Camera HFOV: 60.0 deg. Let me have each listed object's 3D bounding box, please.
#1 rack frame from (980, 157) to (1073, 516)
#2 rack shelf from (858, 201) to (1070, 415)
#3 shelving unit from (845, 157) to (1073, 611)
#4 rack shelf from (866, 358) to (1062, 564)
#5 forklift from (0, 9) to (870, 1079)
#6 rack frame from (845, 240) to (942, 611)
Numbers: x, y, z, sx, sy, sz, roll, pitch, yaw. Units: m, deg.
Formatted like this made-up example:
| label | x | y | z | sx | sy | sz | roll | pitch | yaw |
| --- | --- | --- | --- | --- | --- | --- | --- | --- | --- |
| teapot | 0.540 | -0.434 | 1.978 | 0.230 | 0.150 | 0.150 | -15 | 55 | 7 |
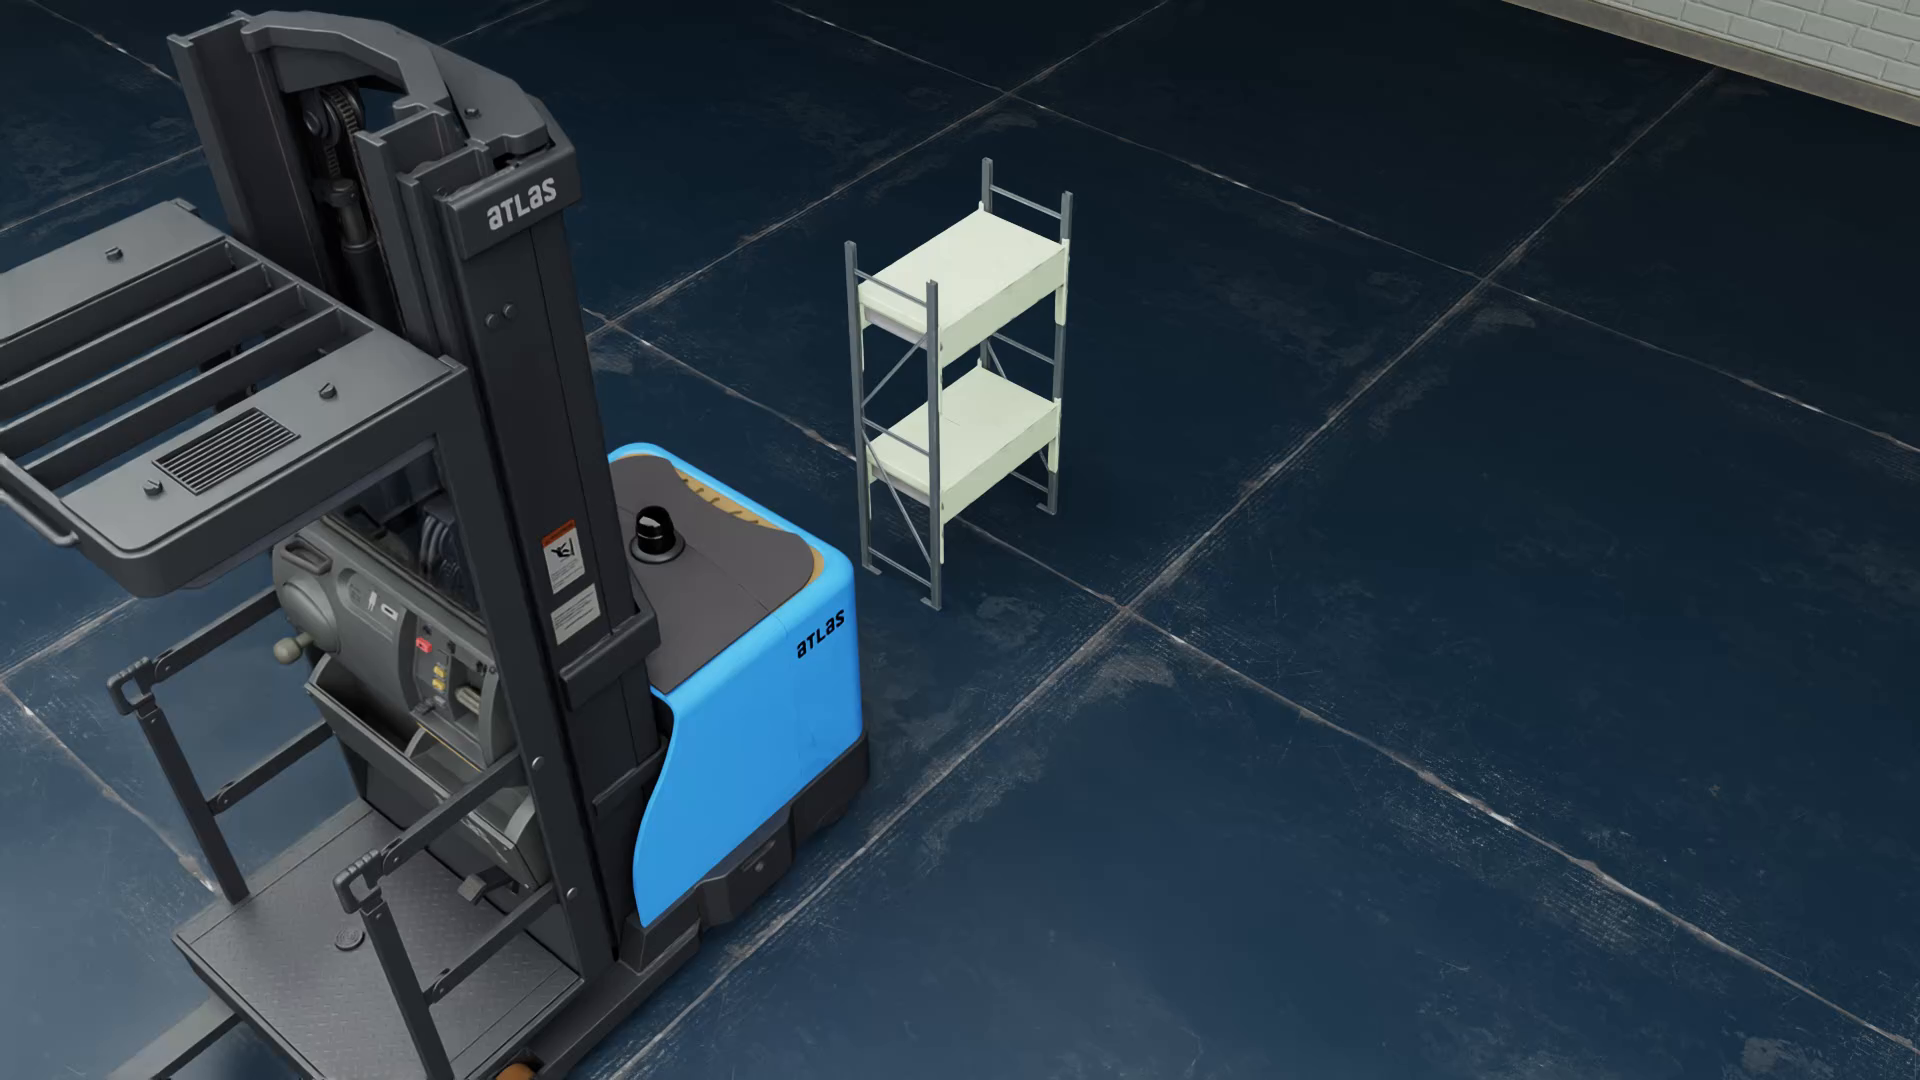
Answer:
| label | x | y | z | sx | sy | sz | roll | pitch | yaw |
| --- | --- | --- | --- | --- | --- | --- | --- | --- | --- |
| rack frame | 0.240 | -0.747 | 6.457 | 0.400 | 1.500 | 0.023 | 29 | 50 | 28 |
| rack shelf | 0.004 | -0.847 | 5.987 | 0.431 | 0.370 | 0.720 | 29 | 50 | 28 |
| shelving unit | 0.004 | -0.558 | 6.249 | 0.431 | 1.500 | 0.755 | 29 | 50 | 28 |
| rack shelf | 0.004 | -0.317 | 6.469 | 0.431 | 0.370 | 0.720 | 29 | 50 | 28 |
| forklift | -1.631 | 0.332 | 4.206 | 1.130 | 2.935 | 3.031 | 29 | 50 | 28 |
| rack frame | -0.231 | -0.370 | 6.042 | 0.400 | 1.500 | 0.023 | 29 | 50 | 28 |
